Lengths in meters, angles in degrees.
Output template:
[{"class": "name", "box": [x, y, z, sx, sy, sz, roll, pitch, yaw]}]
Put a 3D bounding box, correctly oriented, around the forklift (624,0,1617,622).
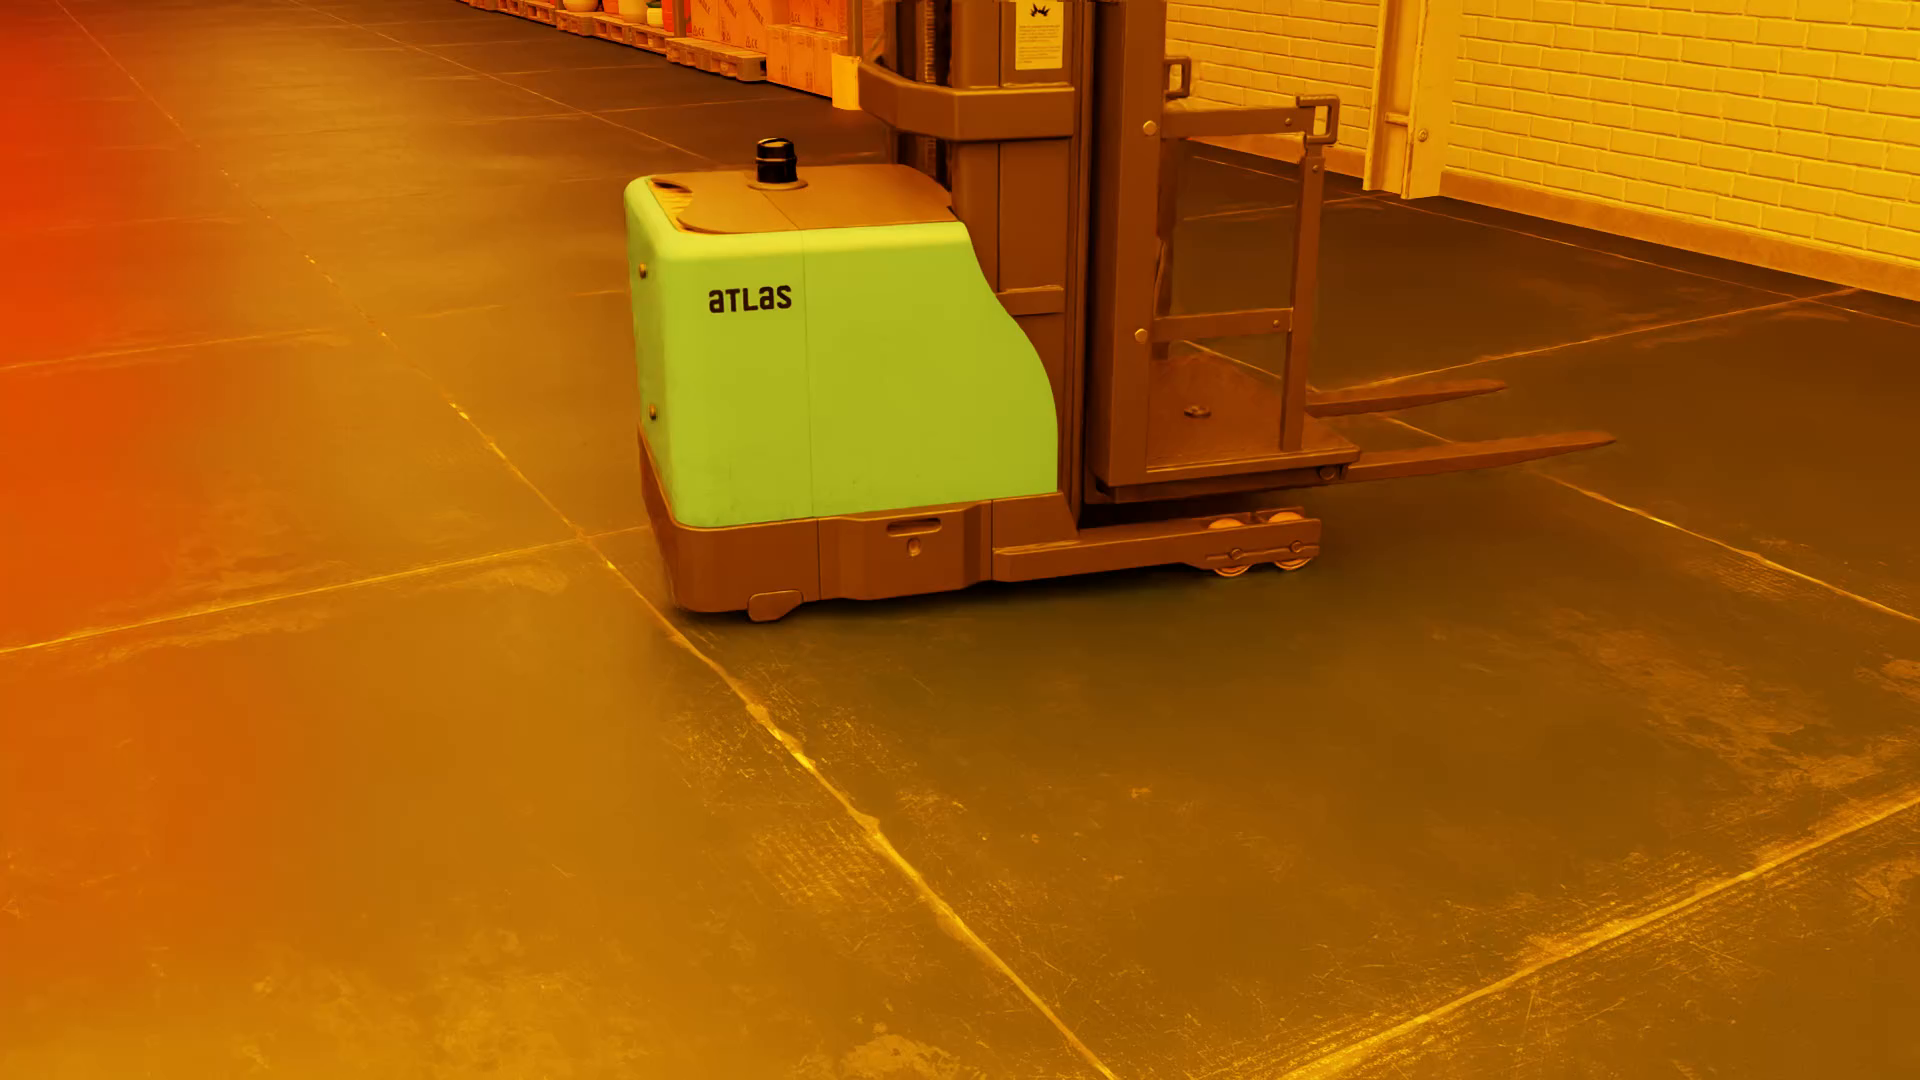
[{"class": "forklift", "box": [0.564, -1.435, 4.770, 3.031, 2.935, 1.130, -6, 23, -15]}]
